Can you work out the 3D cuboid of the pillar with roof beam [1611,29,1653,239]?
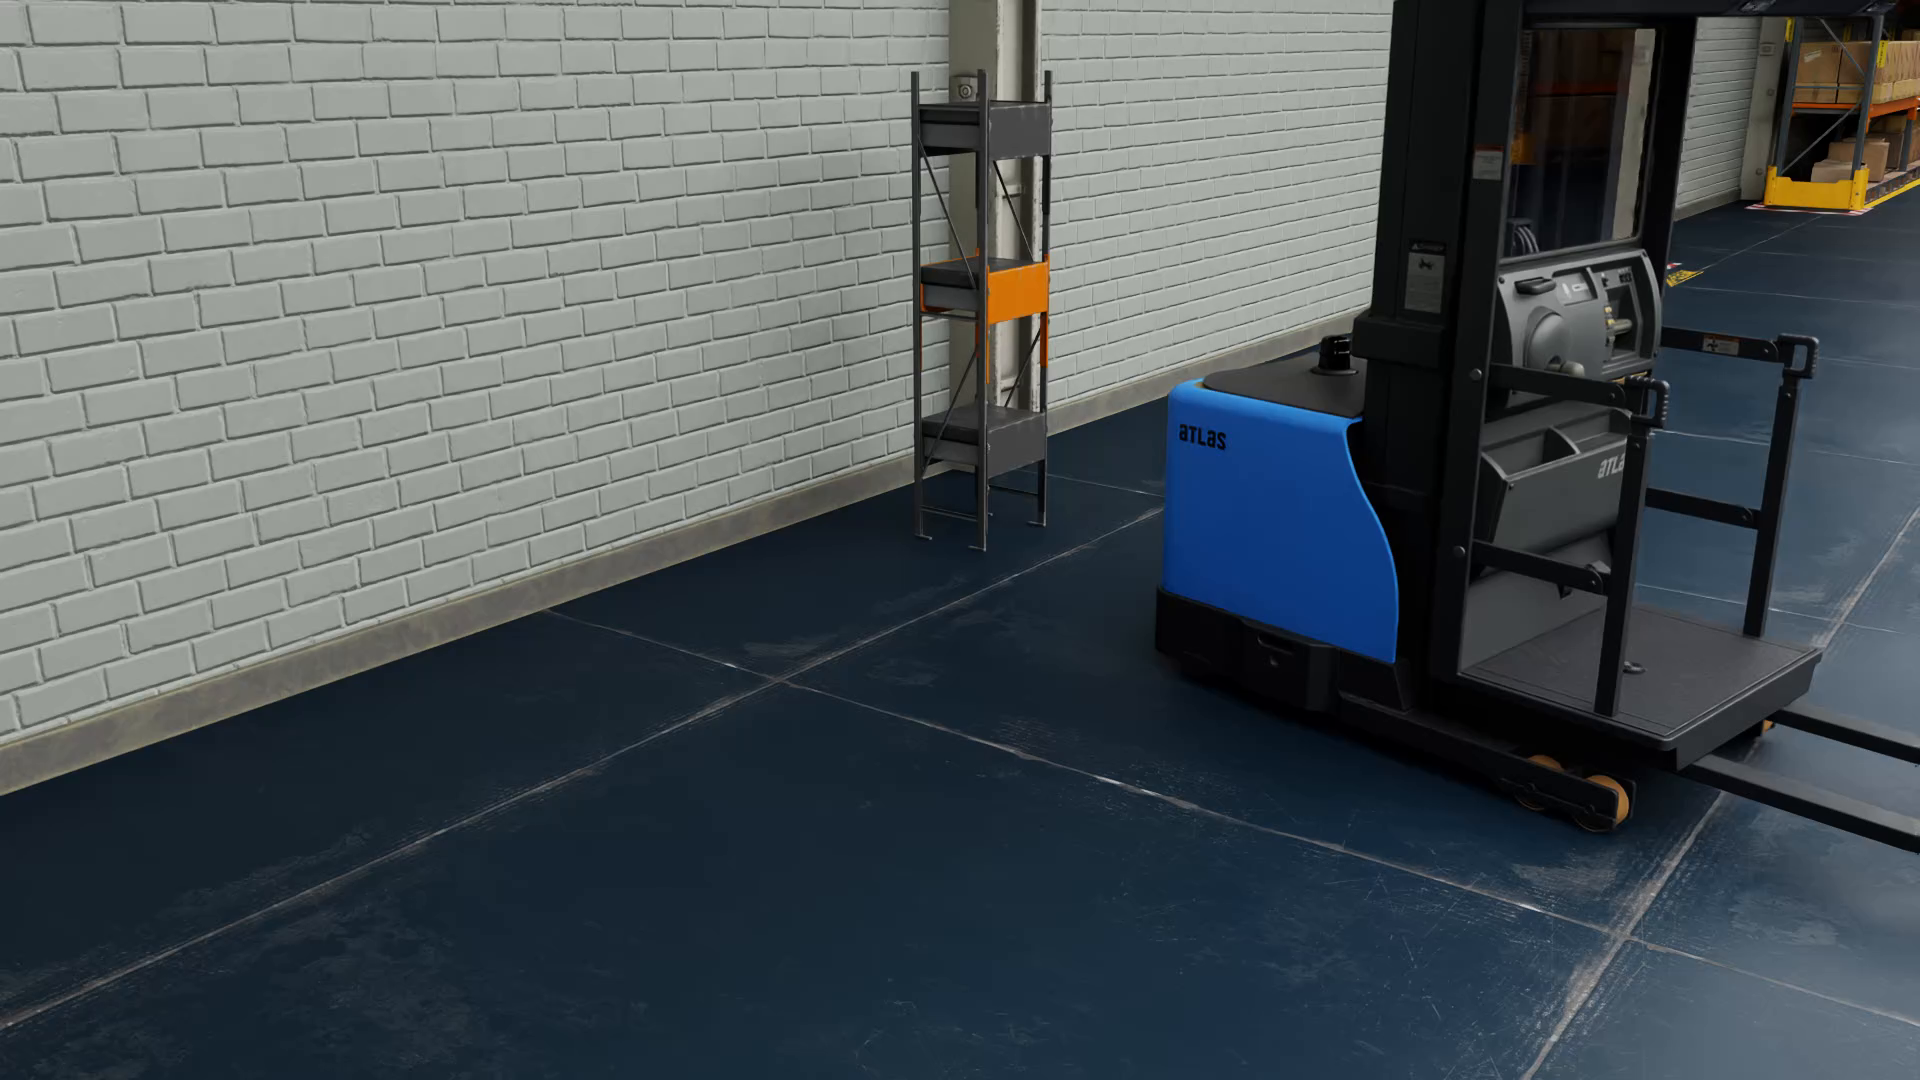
[{"bbox_3d":[10.786,-6.805,14.483,9.100,9.000,0.400,12,21,35],"label":"pillar with roof beam"}]

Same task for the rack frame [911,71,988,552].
[{"bbox_3d":[-0.047,-0.984,7.372,0.400,2.100,0.015,12,21,35],"label":"rack frame"}]

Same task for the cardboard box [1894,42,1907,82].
[{"bbox_3d":[12.323,-6.404,22.264,0.500,0.500,0.500,12,21,33],"label":"cardboard box"}]

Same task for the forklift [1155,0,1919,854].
[{"bbox_3d":[2.086,-0.701,5.058,1.130,2.935,3.031,-15,23,-40],"label":"forklift"}]

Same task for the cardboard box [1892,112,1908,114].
[{"bbox_3d":[14.557,-6.545,25.972,0.500,0.250,0.500,12,21,33],"label":"cardboard box"}]

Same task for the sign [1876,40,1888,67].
[{"bbox_3d":[11.617,-6.127,20.958,0.100,0.325,0.005,12,21,35],"label":"sign"}]

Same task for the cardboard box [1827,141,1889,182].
[{"bbox_3d":[12.483,-5.277,23.151,0.700,0.500,0.500,11,20,31],"label":"cardboard box"}]

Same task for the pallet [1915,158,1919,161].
[{"bbox_3d":[15.481,-6.198,27.346,1.003,0.211,1.213,12,21,35],"label":"pallet"}]

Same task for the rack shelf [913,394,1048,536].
[{"bbox_3d":[0.099,-0.361,7.771,0.431,0.518,0.480,12,21,35],"label":"rack shelf"}]

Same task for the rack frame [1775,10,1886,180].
[{"bbox_3d":[11.181,-5.810,21.395,1.000,3.000,0.127,12,21,35],"label":"rack frame"}]

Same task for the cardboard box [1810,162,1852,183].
[{"bbox_3d":[11.666,-4.885,22.208,0.500,0.311,0.500,10,20,29],"label":"cardboard box"}]

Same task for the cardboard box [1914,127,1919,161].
[{"bbox_3d":[14.887,-6.325,26.528,0.700,0.500,0.500,12,21,34],"label":"cardboard box"}]

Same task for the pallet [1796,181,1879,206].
[{"bbox_3d":[11.739,-4.684,22.470,1.003,0.211,1.213,12,21,35],"label":"pallet"}]

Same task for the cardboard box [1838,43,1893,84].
[{"bbox_3d":[11.707,-6.167,21.498,0.500,0.500,0.500,12,21,35],"label":"cardboard box"}]

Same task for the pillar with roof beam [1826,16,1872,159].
[{"bbox_3d":[17.936,-9.663,23.686,9.100,9.000,0.400,12,21,35],"label":"pillar with roof beam"}]

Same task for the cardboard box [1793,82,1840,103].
[{"bbox_3d":[11.304,-5.893,21.883,0.500,0.250,0.500,13,21,35],"label":"cardboard box"}]

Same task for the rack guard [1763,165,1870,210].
[{"bbox_3d":[11.227,-4.634,21.824,1.175,0.500,0.348,12,21,35],"label":"rack guard"}]

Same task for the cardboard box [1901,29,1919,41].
[{"bbox_3d":[16.010,-8.427,27.853,0.500,0.250,0.500,13,22,36],"label":"cardboard box"}]

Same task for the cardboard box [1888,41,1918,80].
[{"bbox_3d":[12.930,-6.653,23.066,0.500,0.500,0.500,12,21,33],"label":"cardboard box"}]

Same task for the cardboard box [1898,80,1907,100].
[{"bbox_3d":[12.636,-6.174,22.788,0.500,0.250,0.500,13,21,35],"label":"cardboard box"}]

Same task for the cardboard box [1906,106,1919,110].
[{"bbox_3d":[16.492,-7.041,28.277,0.750,0.750,0.750,12,21,34],"label":"cardboard box"}]

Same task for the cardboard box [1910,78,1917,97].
[{"bbox_3d":[13.222,-6.417,23.569,0.500,0.250,0.500,13,21,35],"label":"cardboard box"}]

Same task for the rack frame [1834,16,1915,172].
[{"bbox_3d":[13.565,-6.763,24.463,1.000,3.000,0.127,12,21,35],"label":"rack frame"}]

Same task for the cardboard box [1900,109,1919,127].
[{"bbox_3d":[15.171,-6.784,26.741,0.500,0.250,0.500,13,21,36],"label":"cardboard box"}]

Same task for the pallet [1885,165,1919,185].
[{"bbox_3d":[14.027,-5.617,25.474,1.003,0.211,1.213,12,21,35],"label":"pallet"}]

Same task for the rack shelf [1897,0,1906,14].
[{"bbox_3d":[14.756,-8.328,25.659,1.077,0.370,4.000,12,21,35],"label":"rack shelf"}]

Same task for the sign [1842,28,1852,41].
[{"bbox_3d":[13.117,-7.413,24.604,0.100,0.325,0.005,12,21,35],"label":"sign"}]

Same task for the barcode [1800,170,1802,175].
[{"bbox_3d":[11.355,-4.964,22.448,0.001,0.075,0.075,12,21,35],"label":"barcode"}]

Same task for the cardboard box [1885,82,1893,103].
[{"bbox_3d":[12.025,-5.934,22.014,0.500,0.250,0.500,12,21,33],"label":"cardboard box"}]

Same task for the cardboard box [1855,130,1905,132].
[{"bbox_3d":[14.258,-6.089,25.767,0.700,0.500,0.500,12,21,34],"label":"cardboard box"}]

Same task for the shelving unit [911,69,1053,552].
[{"bbox_3d":[0.099,-1.042,7.559,0.431,2.100,0.503,12,21,35],"label":"shelving unit"}]
